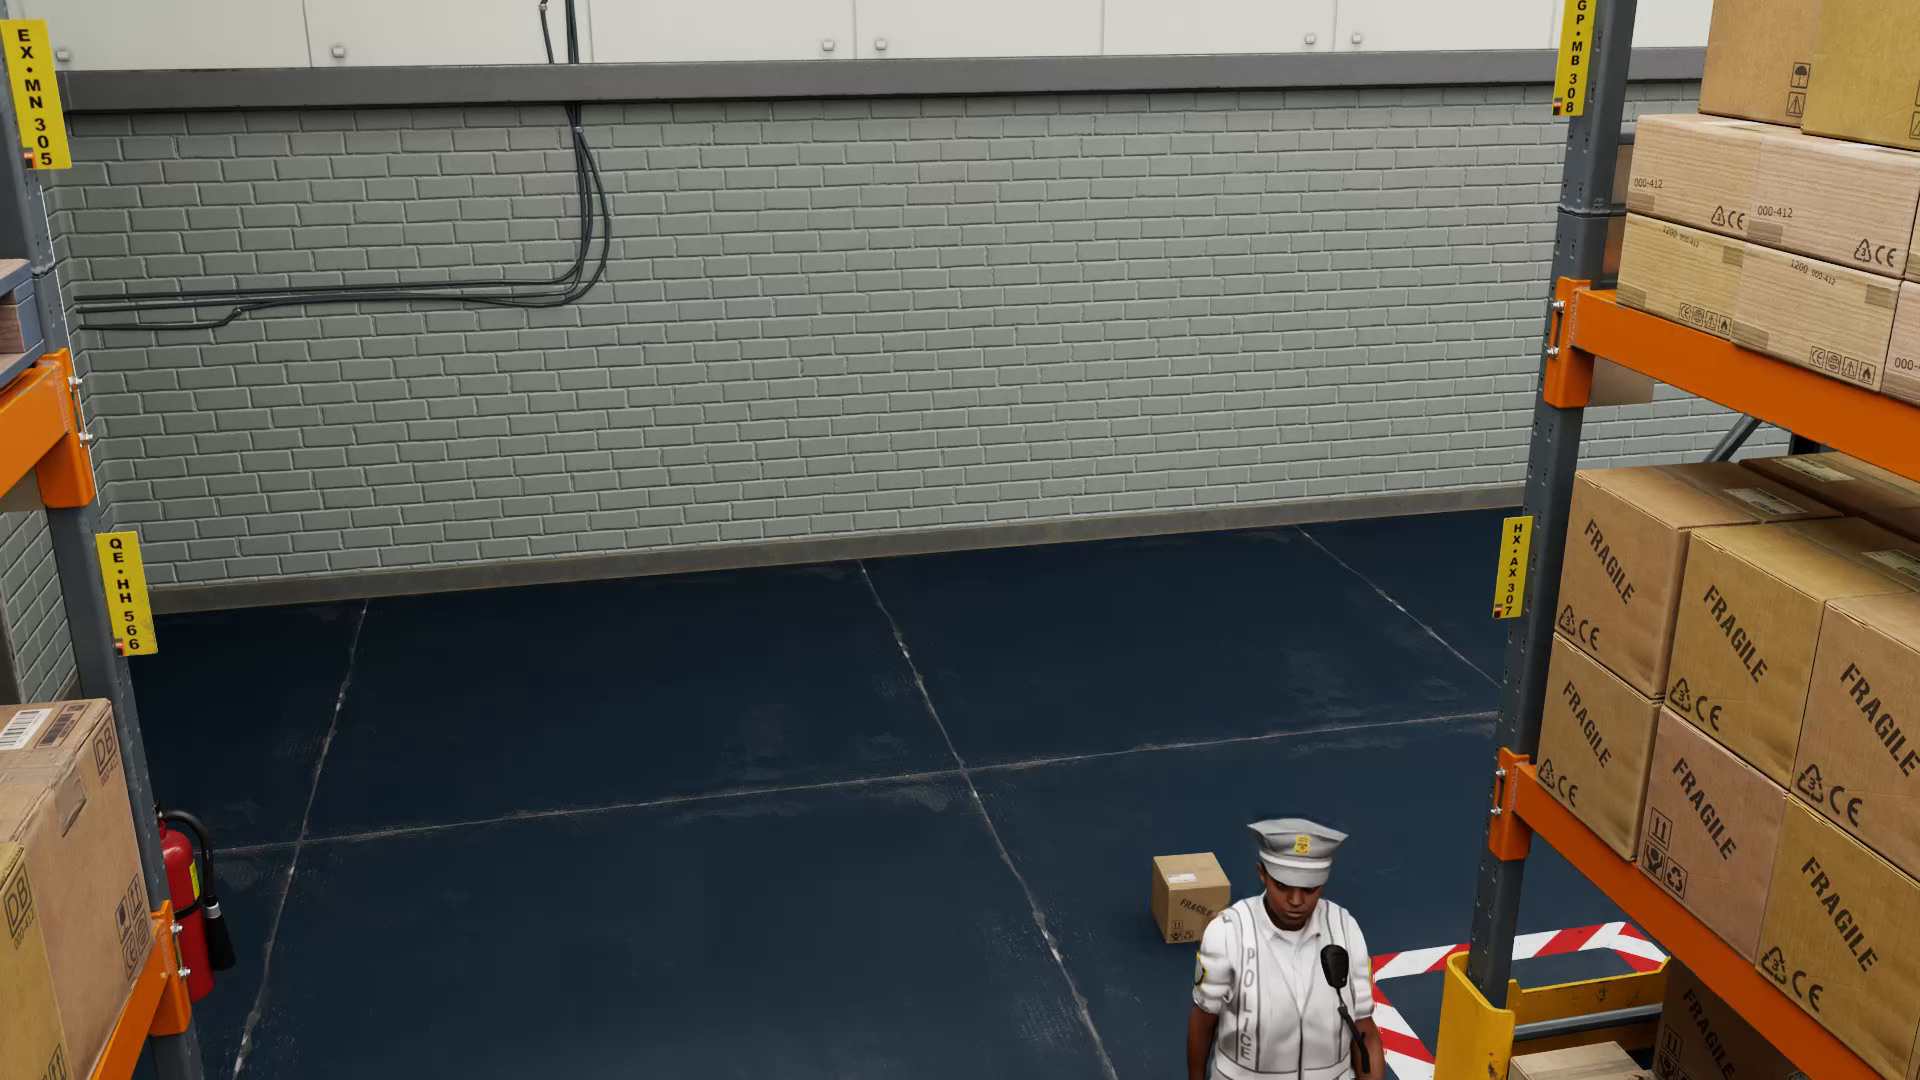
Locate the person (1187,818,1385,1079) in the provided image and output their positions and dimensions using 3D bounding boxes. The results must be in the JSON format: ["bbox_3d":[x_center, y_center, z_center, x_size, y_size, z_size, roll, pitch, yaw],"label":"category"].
[{"bbox_3d":[0.853,1.537,4.306,0.462,1.752,0.663,-3,20,-9],"label":"person"}]
